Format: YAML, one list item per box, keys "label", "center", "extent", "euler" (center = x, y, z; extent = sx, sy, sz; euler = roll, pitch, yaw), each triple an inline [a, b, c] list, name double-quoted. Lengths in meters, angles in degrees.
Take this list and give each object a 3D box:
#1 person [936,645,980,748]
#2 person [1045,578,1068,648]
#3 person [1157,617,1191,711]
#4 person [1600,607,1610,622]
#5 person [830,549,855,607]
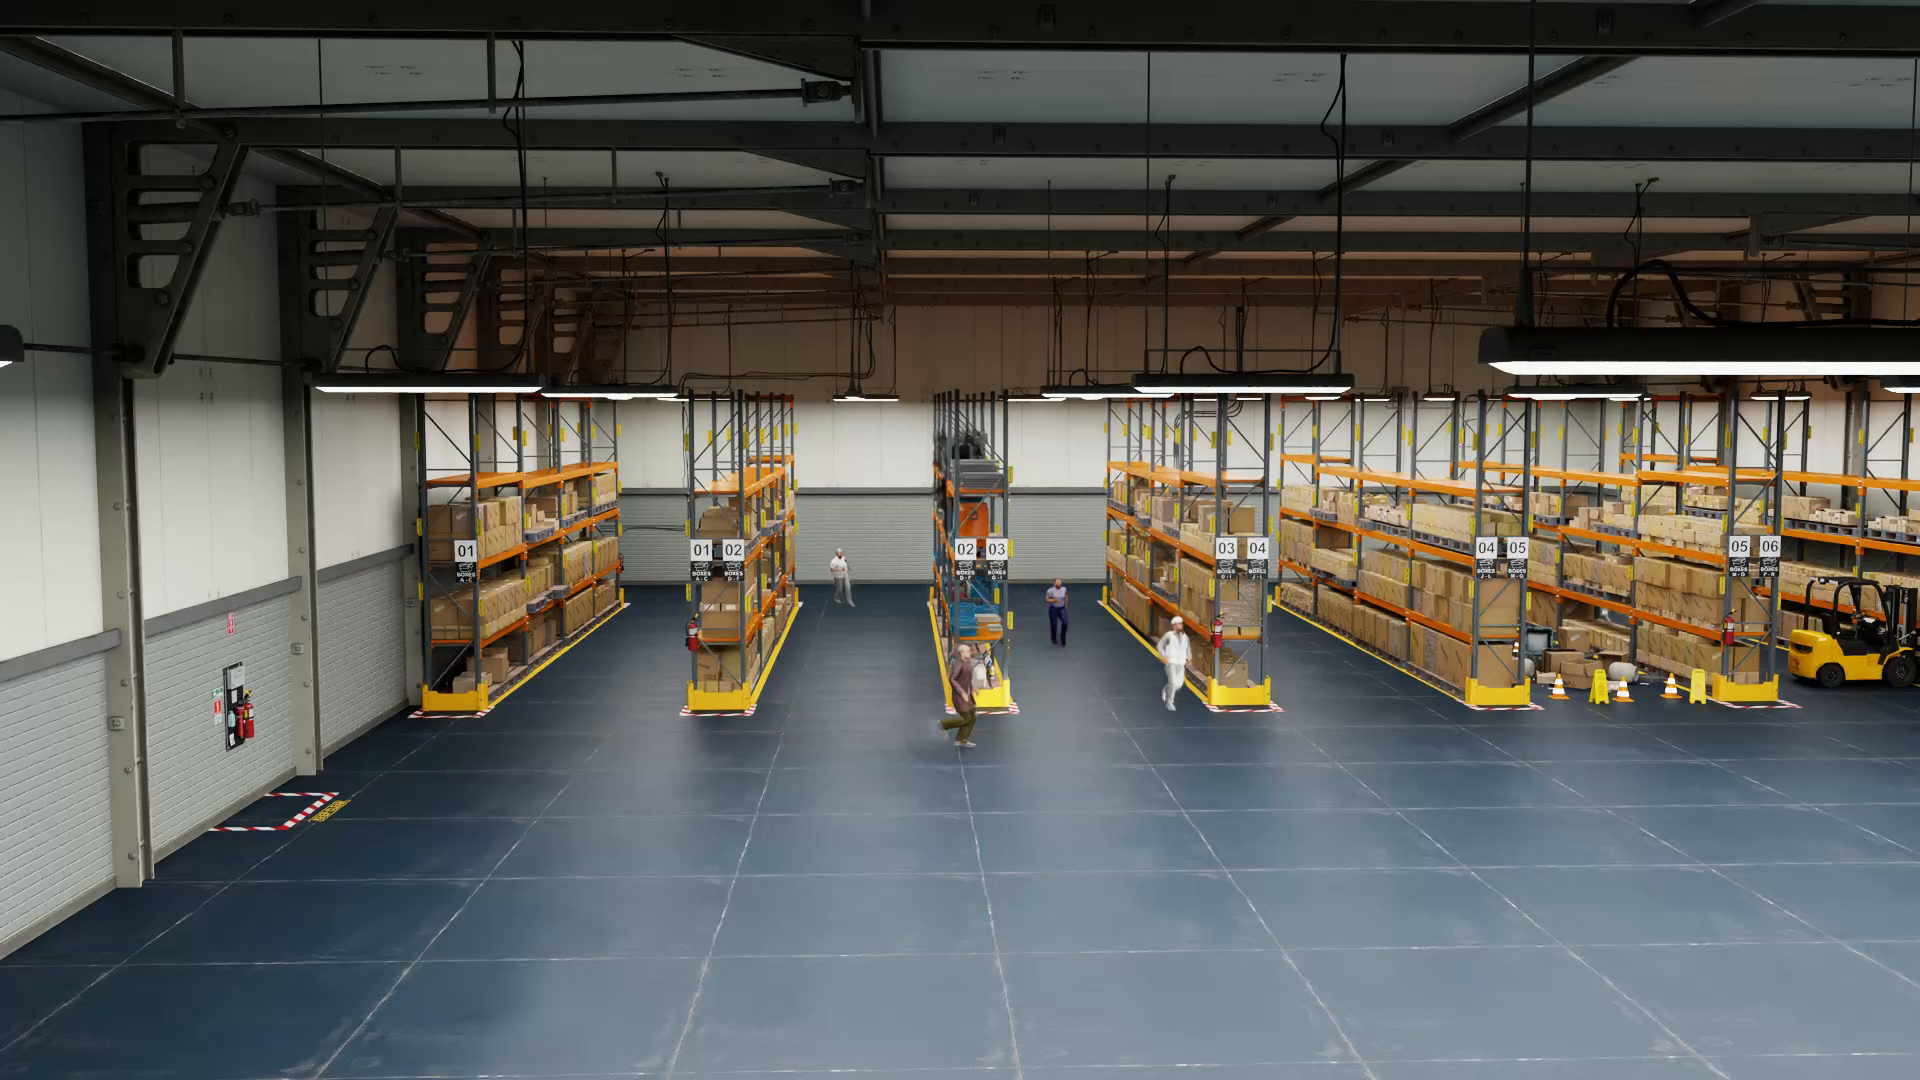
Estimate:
- label: "person"
  center: [-0.040, 2.604, 27.785]
  extent: [0.666, 1.730, 0.697]
  euler: [1, 5, 17]
- label: "person"
  center: [2.294, 1.712, 39.357]
  extent: [0.586, 1.667, 0.753]
  euler: [-1, 5, -8]
- label: "person"
  center: [4.049, 2.311, 31.412]
  extent: [0.709, 1.734, 0.593]
  euler: [-2, 5, -24]
- label: "person"
  center: [16.413, 1.353, 42.367]
  extent: [0.655, 1.817, 0.910]
  euler: [-1, 5, -7]
- label: "person"
  center: [-3.419, 1.078, 47.178]
  extent: [0.628, 1.673, 0.830]
  euler: [-4, 6, -38]
